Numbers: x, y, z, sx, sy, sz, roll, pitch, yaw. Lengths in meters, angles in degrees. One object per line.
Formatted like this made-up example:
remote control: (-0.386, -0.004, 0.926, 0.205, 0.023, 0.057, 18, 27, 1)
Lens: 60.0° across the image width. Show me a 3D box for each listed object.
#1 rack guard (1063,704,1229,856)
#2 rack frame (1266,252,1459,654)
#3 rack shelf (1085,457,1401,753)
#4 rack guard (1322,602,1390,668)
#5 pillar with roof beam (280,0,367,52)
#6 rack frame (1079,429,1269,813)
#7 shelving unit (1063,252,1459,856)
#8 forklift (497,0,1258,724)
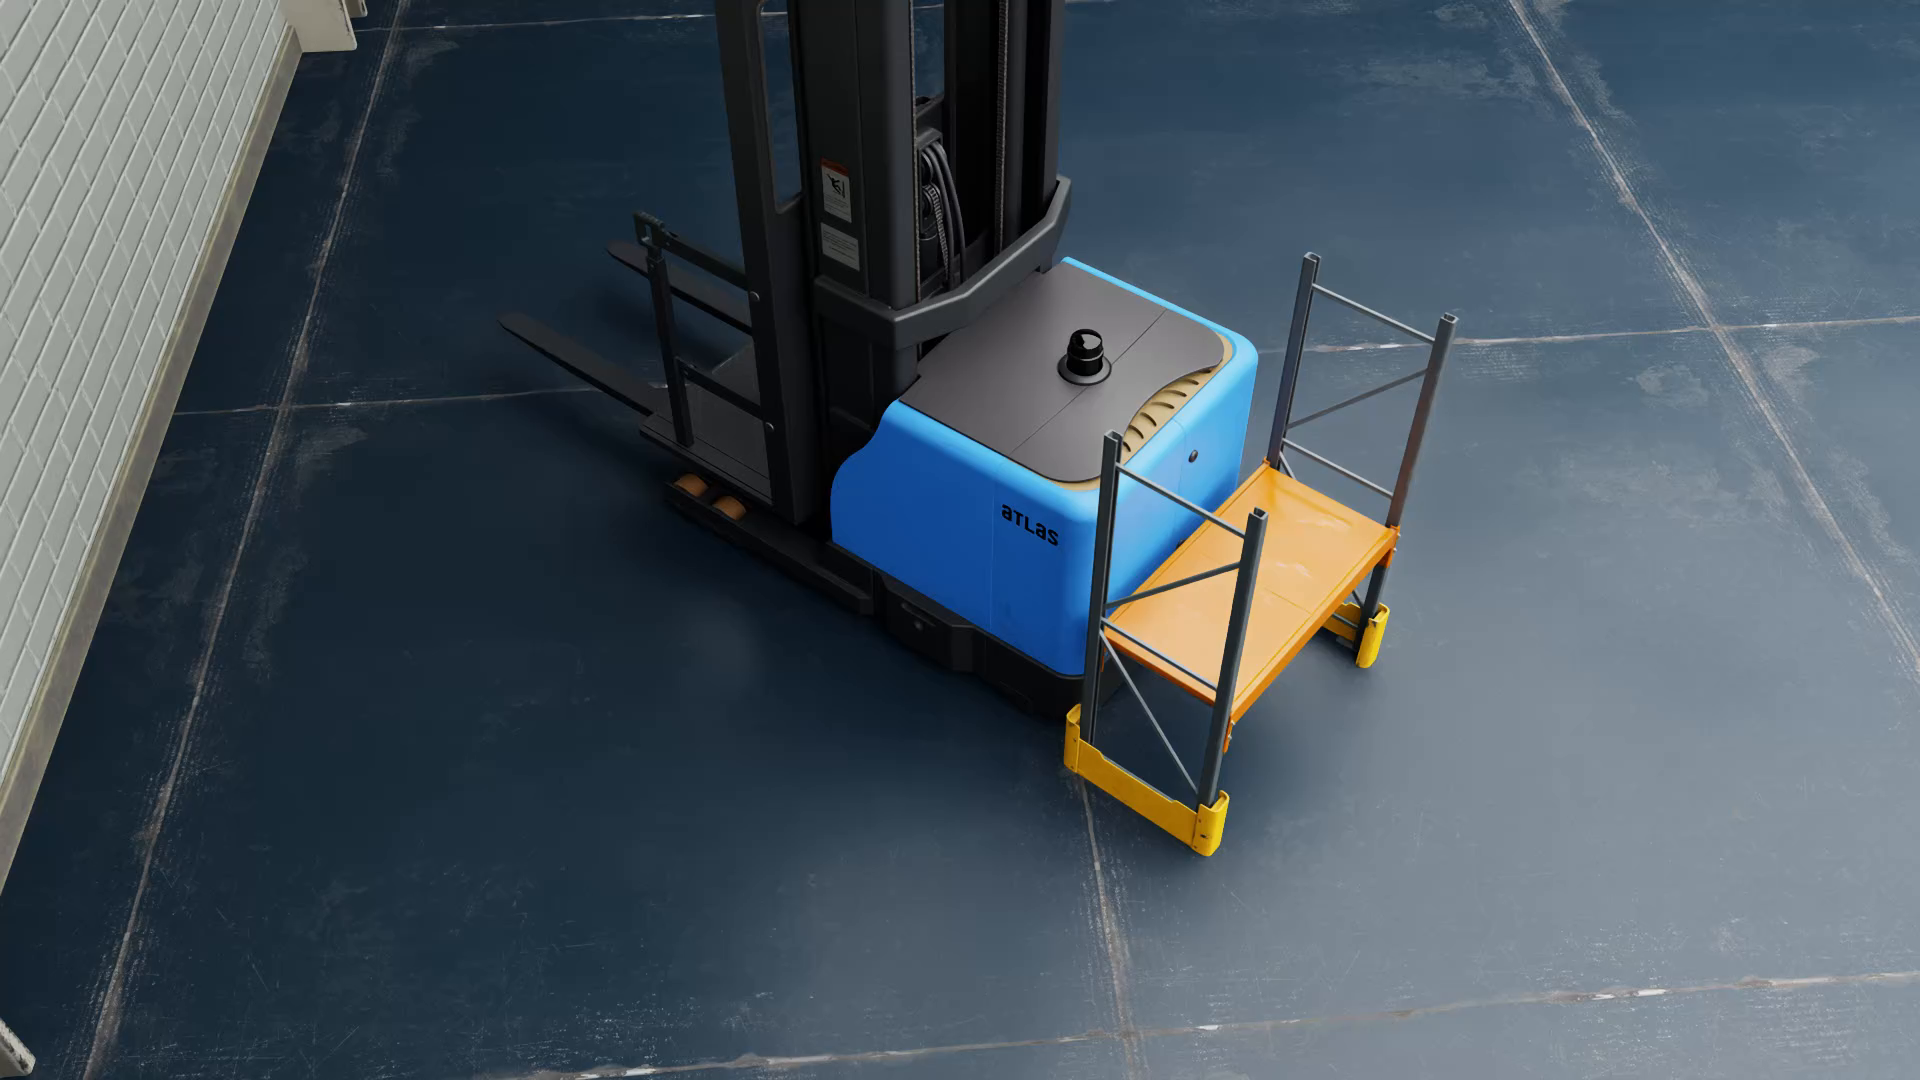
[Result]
rack guard: (0.589, 0.770, 5.349, 0.587, 0.250, 0.087, 31, 54, 26)
rack frame: (1.234, -0.229, 5.434, 0.500, 1.500, 0.032, 31, 54, 26)
rack shelf: (0.911, 0.179, 5.295, 0.538, 0.185, 1.000, 31, 54, 26)
rack guard: (1.222, 0.211, 5.878, 0.587, 0.250, 0.087, 31, 54, 26)
pillar with roof beam: (0.967, -6.046, 5.778, 9.100, 9.000, 0.400, -3, 47, -3)
rack frame: (0.588, 0.341, 4.895, 0.500, 1.500, 0.032, 31, 54, 26)
shelving unit: (0.905, 0.061, 5.160, 0.587, 1.500, 1.083, 31, 54, 26)
forklift: (-0.493, -1.284, 5.447, 3.031, 2.935, 1.130, 29, 53, 25)
